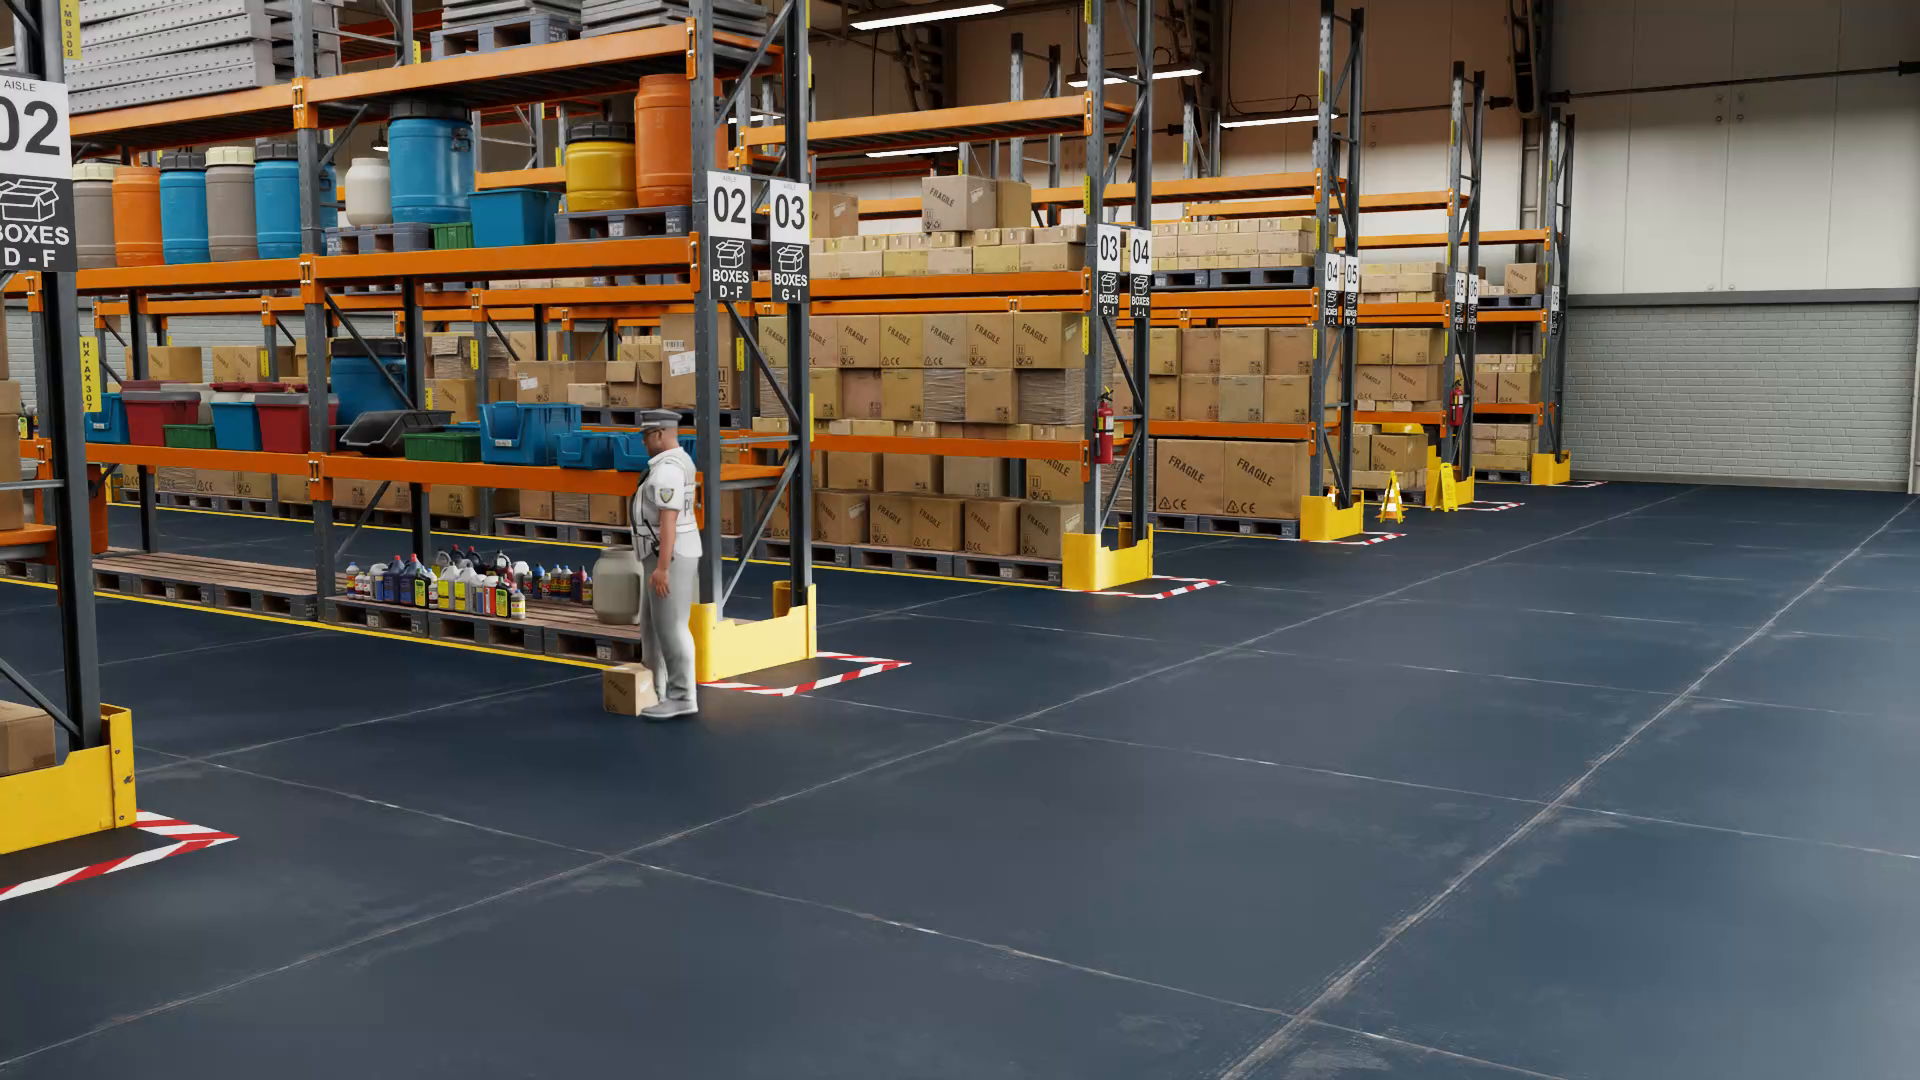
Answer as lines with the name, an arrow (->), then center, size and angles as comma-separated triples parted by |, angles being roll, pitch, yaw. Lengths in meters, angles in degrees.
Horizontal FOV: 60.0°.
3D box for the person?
person -> -1.750, 0.135, 9.488 | 0.562, 1.760, 0.593 | -1, 6, -5
